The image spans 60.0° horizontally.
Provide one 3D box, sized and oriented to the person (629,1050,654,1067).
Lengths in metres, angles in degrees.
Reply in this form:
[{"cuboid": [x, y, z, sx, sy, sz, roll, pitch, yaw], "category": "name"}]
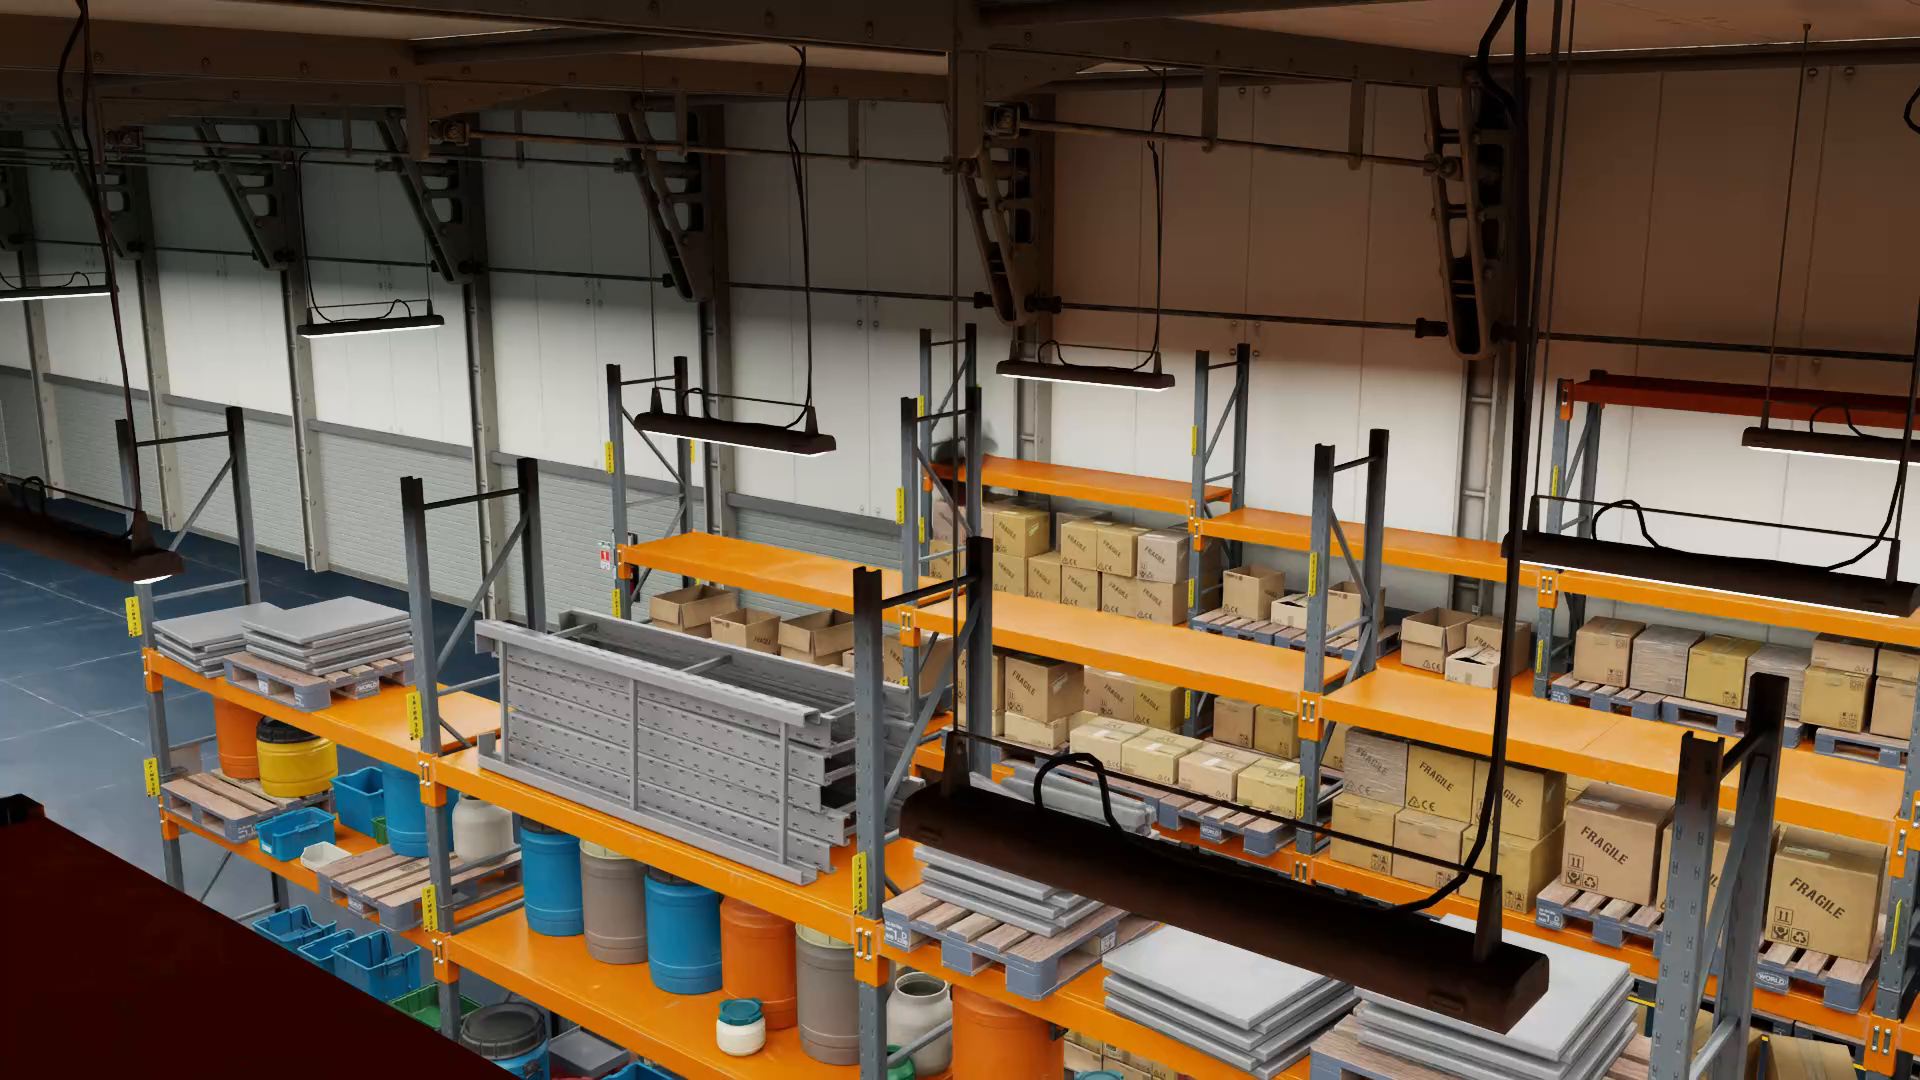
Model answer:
[{"cuboid": [-2.958, 4.040, 14.662, 0.540, 1.630, 0.581, 6, 14, 25], "category": "person"}]
